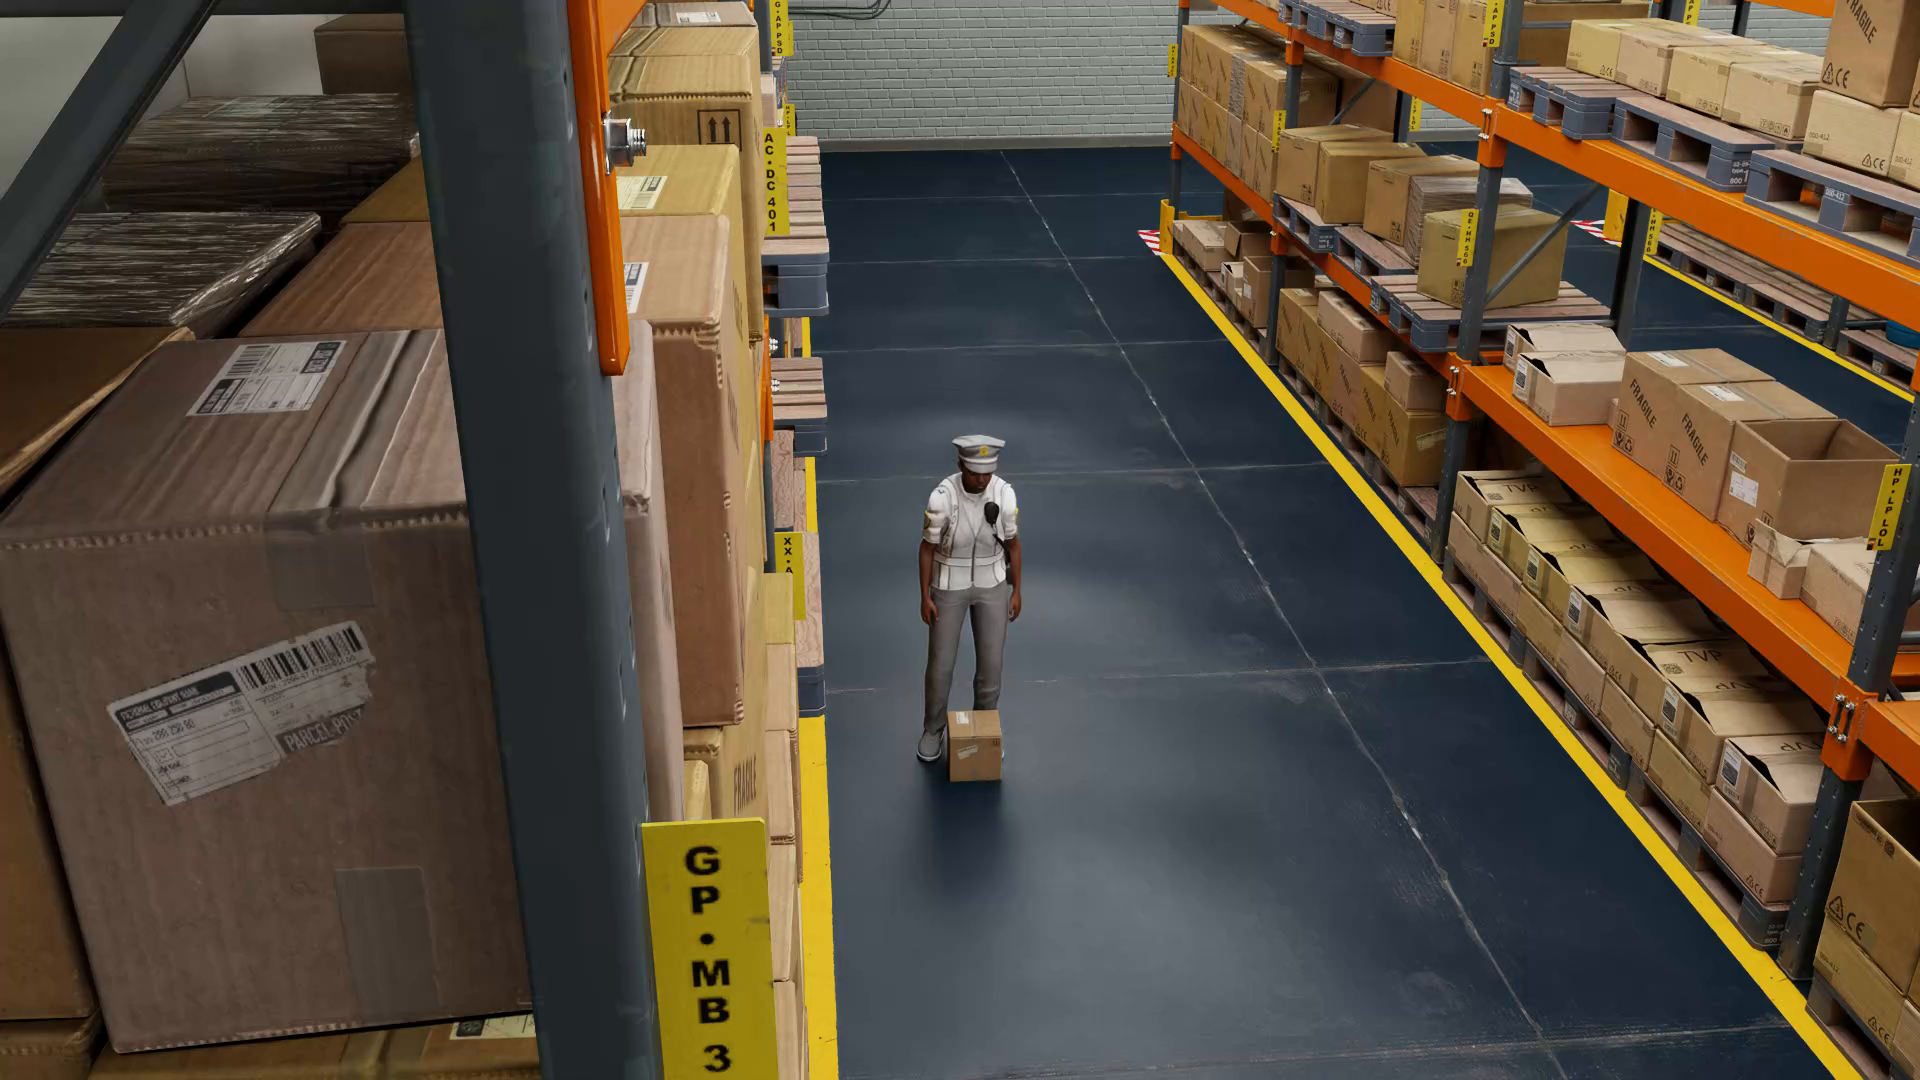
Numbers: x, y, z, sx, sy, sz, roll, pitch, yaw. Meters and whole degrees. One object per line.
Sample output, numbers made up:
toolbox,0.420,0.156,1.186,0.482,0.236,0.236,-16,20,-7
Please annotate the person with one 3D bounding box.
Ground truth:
person,0.040,0.267,7.996,0.532,1.661,0.422,-4,24,-8
